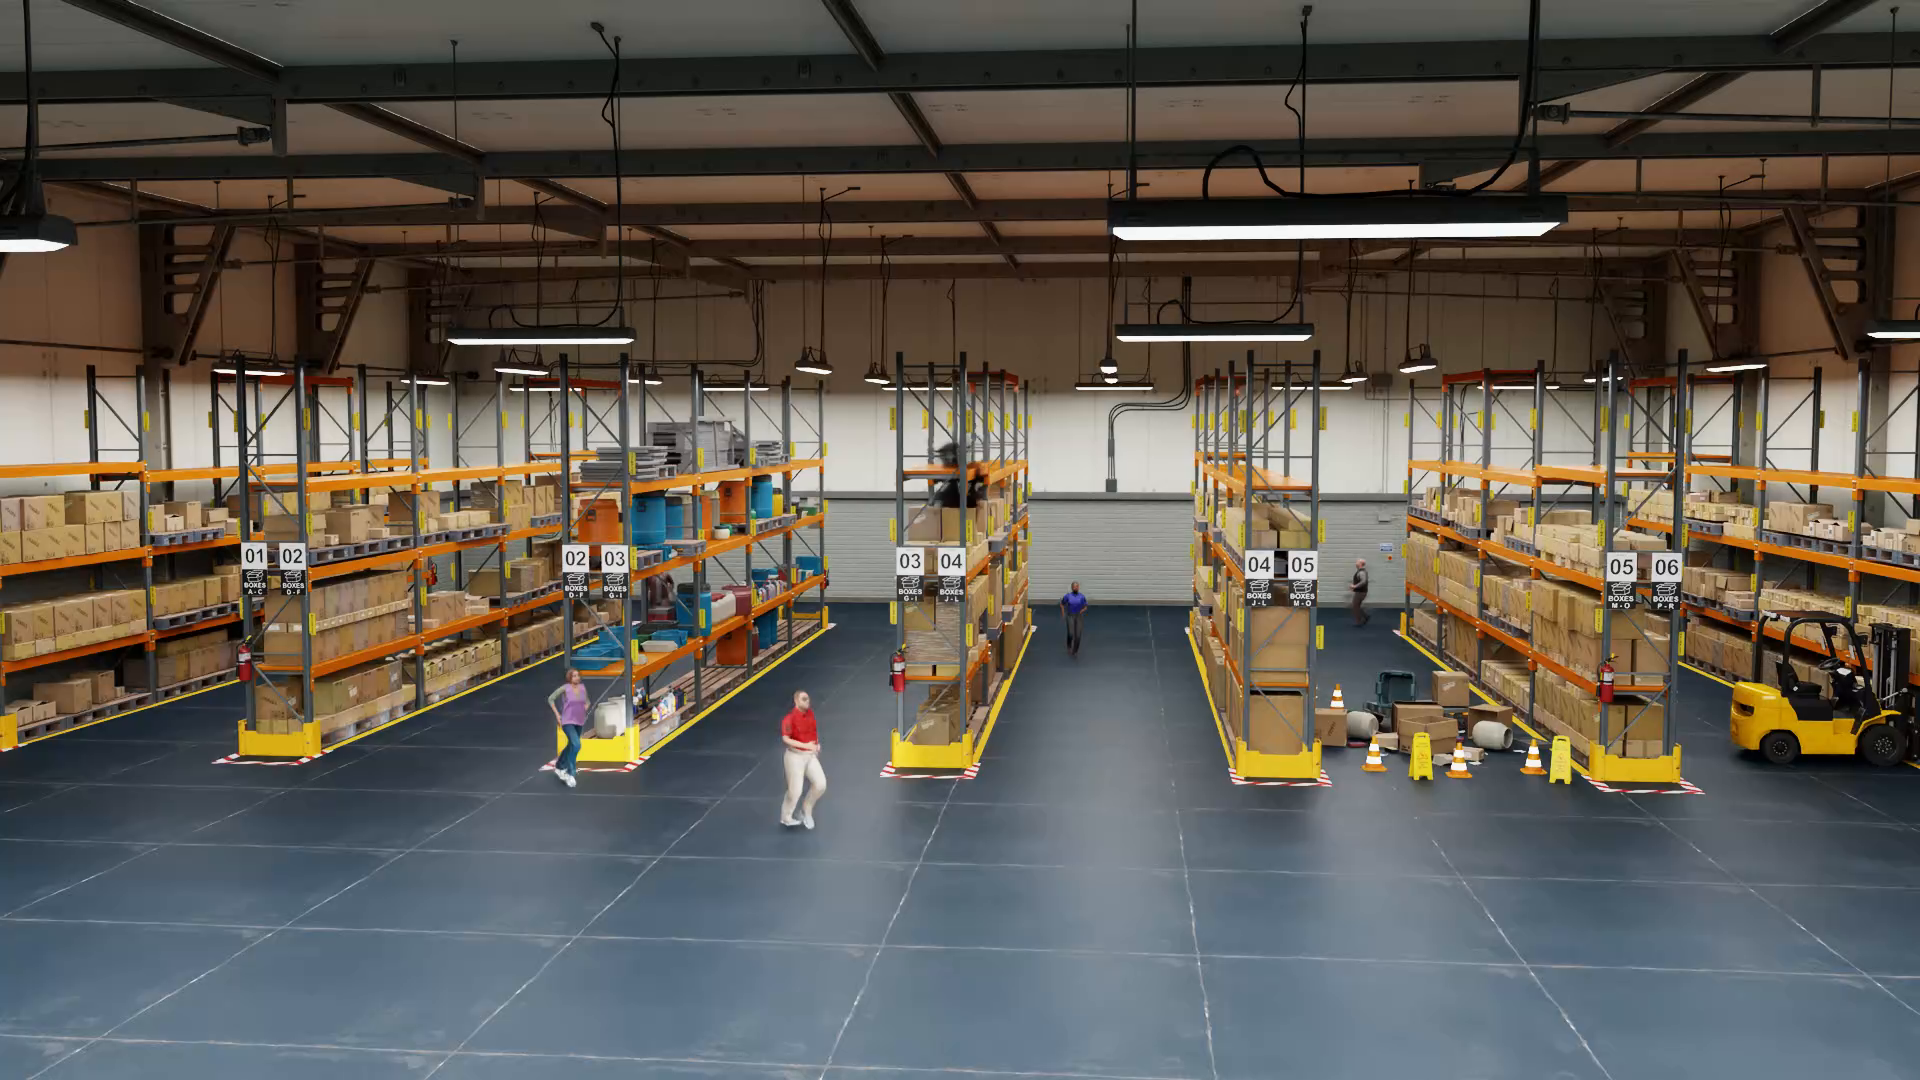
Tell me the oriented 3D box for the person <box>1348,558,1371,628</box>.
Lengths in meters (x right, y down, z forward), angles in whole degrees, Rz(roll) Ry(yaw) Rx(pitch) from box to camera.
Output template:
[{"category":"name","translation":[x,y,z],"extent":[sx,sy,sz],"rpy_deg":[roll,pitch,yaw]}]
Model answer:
[{"category":"person","translation":[9.736,1.289,40.498],"extent":[0.587,1.682,0.681],"rpy_deg":[1,4,11]}]

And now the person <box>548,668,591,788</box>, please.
[{"category":"person","translation":[-5.376,2.579,23.016],"extent":[0.679,1.628,0.524],"rpy_deg":[3,5,40]}]

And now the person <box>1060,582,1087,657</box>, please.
[{"category":"person","translation":[2.425,1.692,35.227],"extent":[0.565,1.614,0.565],"rpy_deg":[0,4,-3]}]

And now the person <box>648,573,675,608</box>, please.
[{"category":"person","translation":[-6.922,1.407,38.271],"extent":[0.699,1.770,0.988],"rpy_deg":[-1,4,-7]}]

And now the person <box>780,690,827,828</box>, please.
[{"category":"person","translation":[-1.903,2.717,20.394],"extent":[0.702,1.757,0.693],"rpy_deg":[3,5,40]}]
